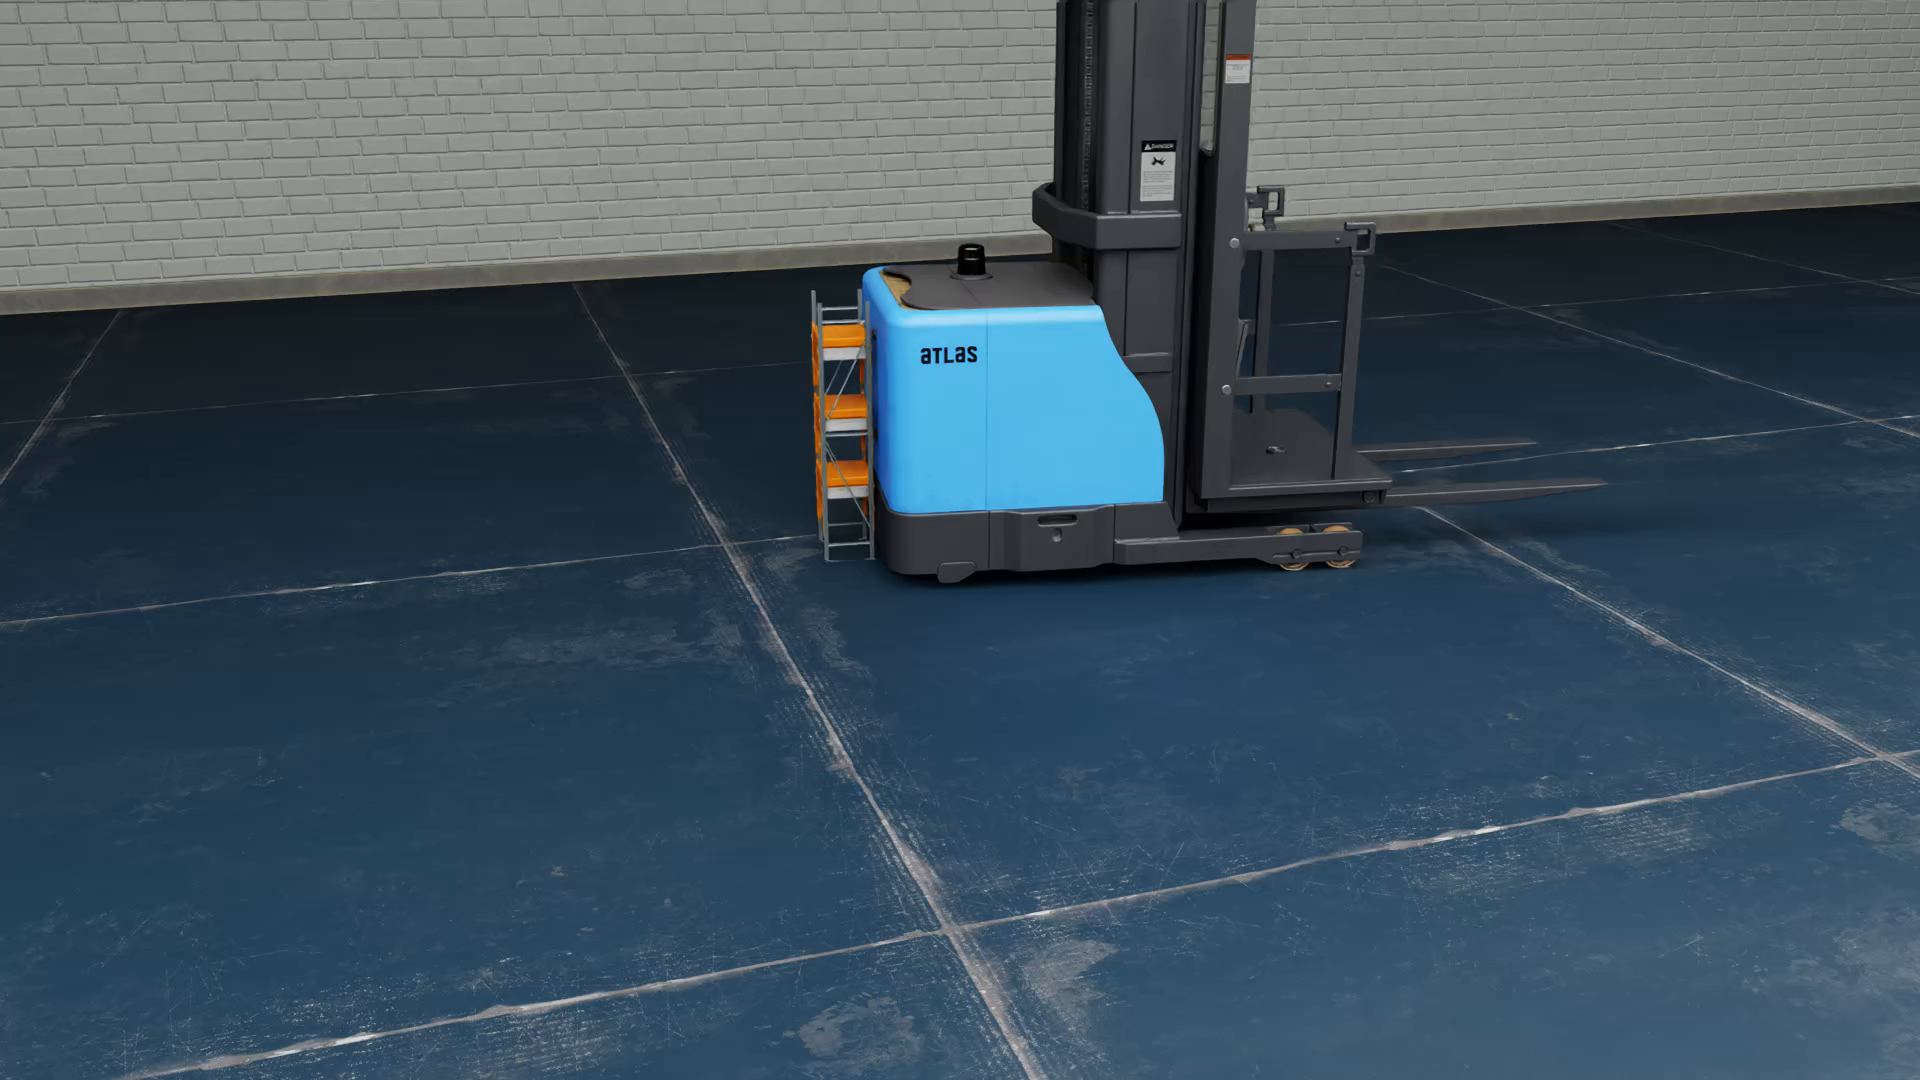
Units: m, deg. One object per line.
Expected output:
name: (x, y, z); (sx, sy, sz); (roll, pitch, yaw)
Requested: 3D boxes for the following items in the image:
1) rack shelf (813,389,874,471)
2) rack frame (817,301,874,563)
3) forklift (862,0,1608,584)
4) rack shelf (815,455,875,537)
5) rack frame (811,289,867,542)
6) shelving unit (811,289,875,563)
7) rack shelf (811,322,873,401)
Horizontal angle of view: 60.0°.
rack shelf: (-0.465, -0.441, 6.622); (0.215, 0.259, 0.240); (-3, 20, -10)
rack frame: (-0.444, -0.410, 6.506); (0.200, 1.050, 0.008); (-3, 20, -10)
forklift: (1.146, -1.430, 6.562); (3.031, 2.935, 1.130); (-3, 20, -9)
rack shelf: (-0.465, -0.179, 6.716); (0.215, 0.259, 0.240); (-3, 20, -10)
rack frame: (-0.487, -0.491, 6.732); (0.200, 1.050, 0.008); (-3, 20, -10)
shelving unit: (-0.465, -0.451, 6.619); (0.215, 1.050, 0.252); (-3, 20, -10)
rack shelf: (-0.465, -0.708, 6.526); (0.215, 0.259, 0.240); (-3, 20, -10)
